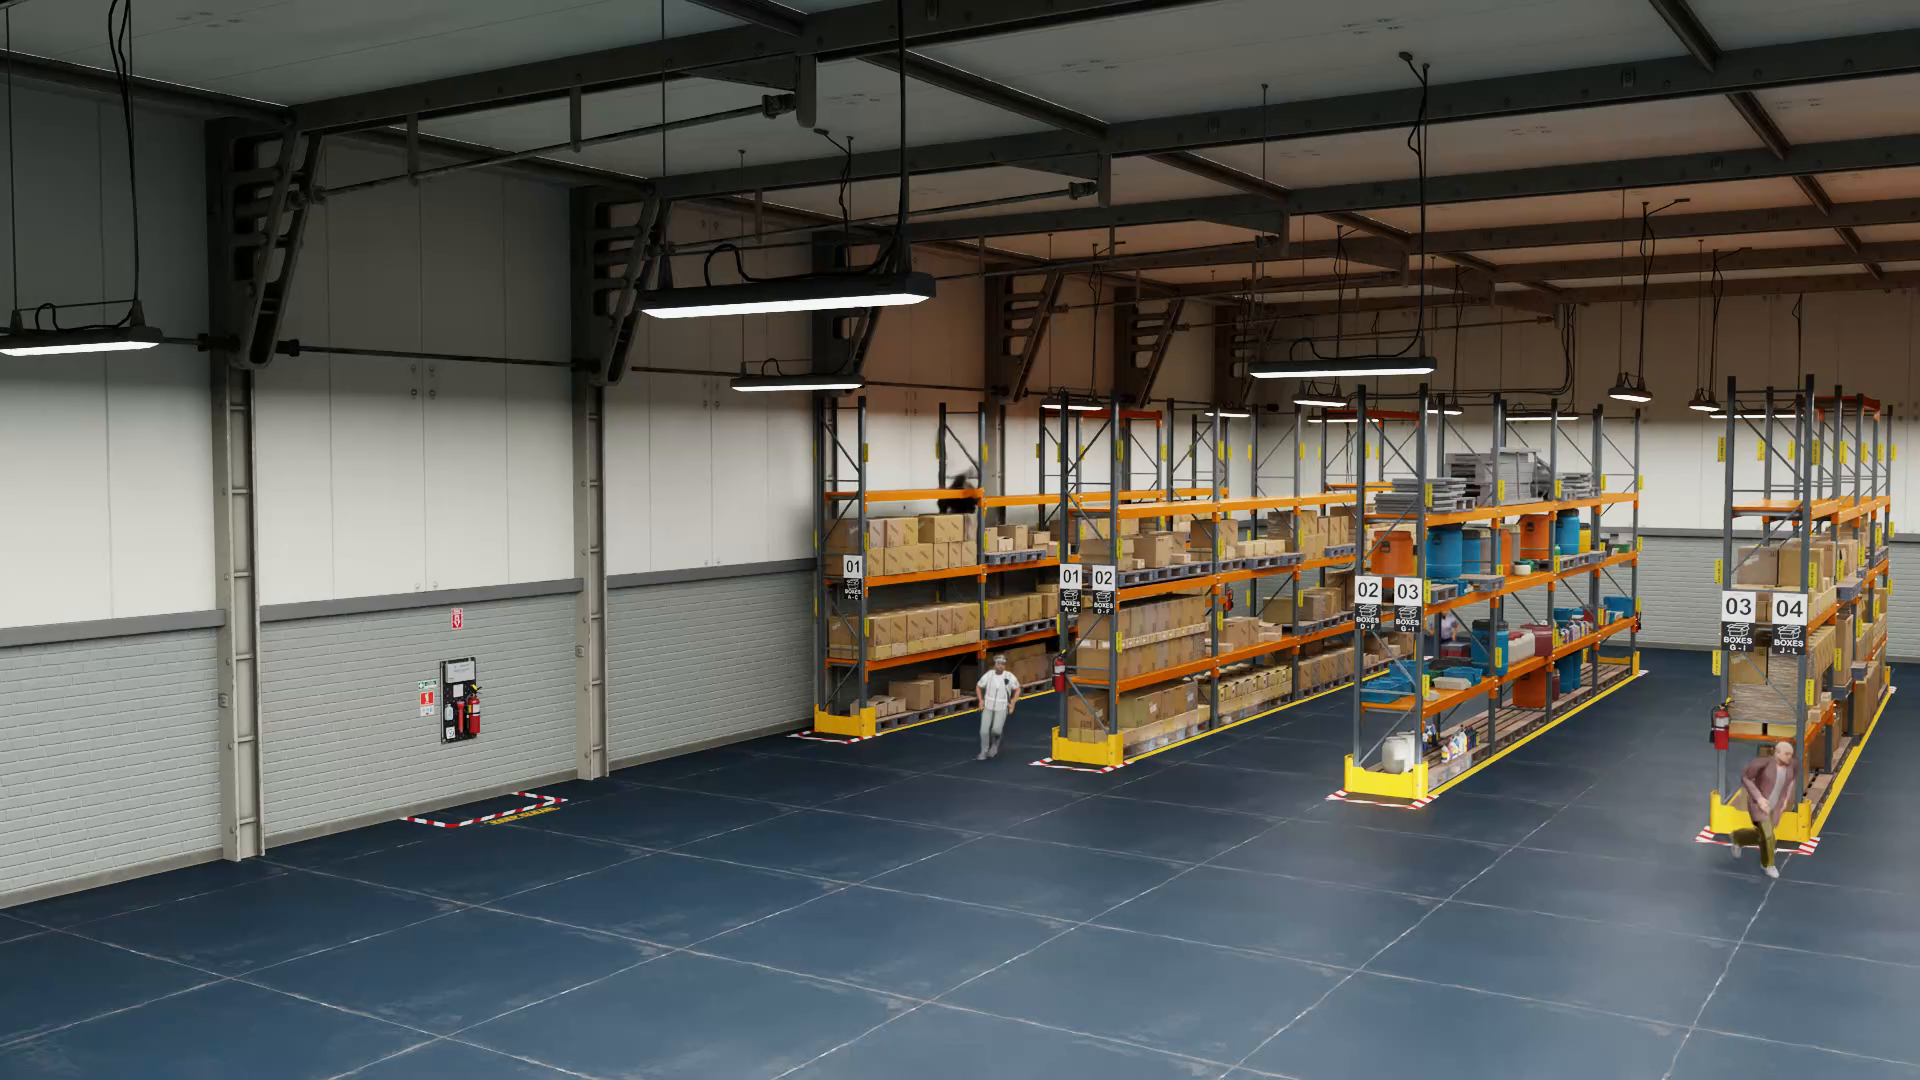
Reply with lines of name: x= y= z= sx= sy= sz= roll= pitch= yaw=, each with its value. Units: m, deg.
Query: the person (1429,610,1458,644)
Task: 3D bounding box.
person: x=10.530 y=2.286 z=36.245 sx=0.607 sy=1.650 sz=0.923 roll=1 pitch=3 yaw=22

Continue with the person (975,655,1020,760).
person: x=0.598 y=2.729 z=27.083 sx=0.719 sy=1.731 sz=0.549 roll=1 pitch=3 yaw=10

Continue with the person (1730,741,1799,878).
person: x=9.592 y=3.166 z=19.904 sx=0.694 sy=1.657 sz=1.025 roll=0 pitch=3 yaw=-8
